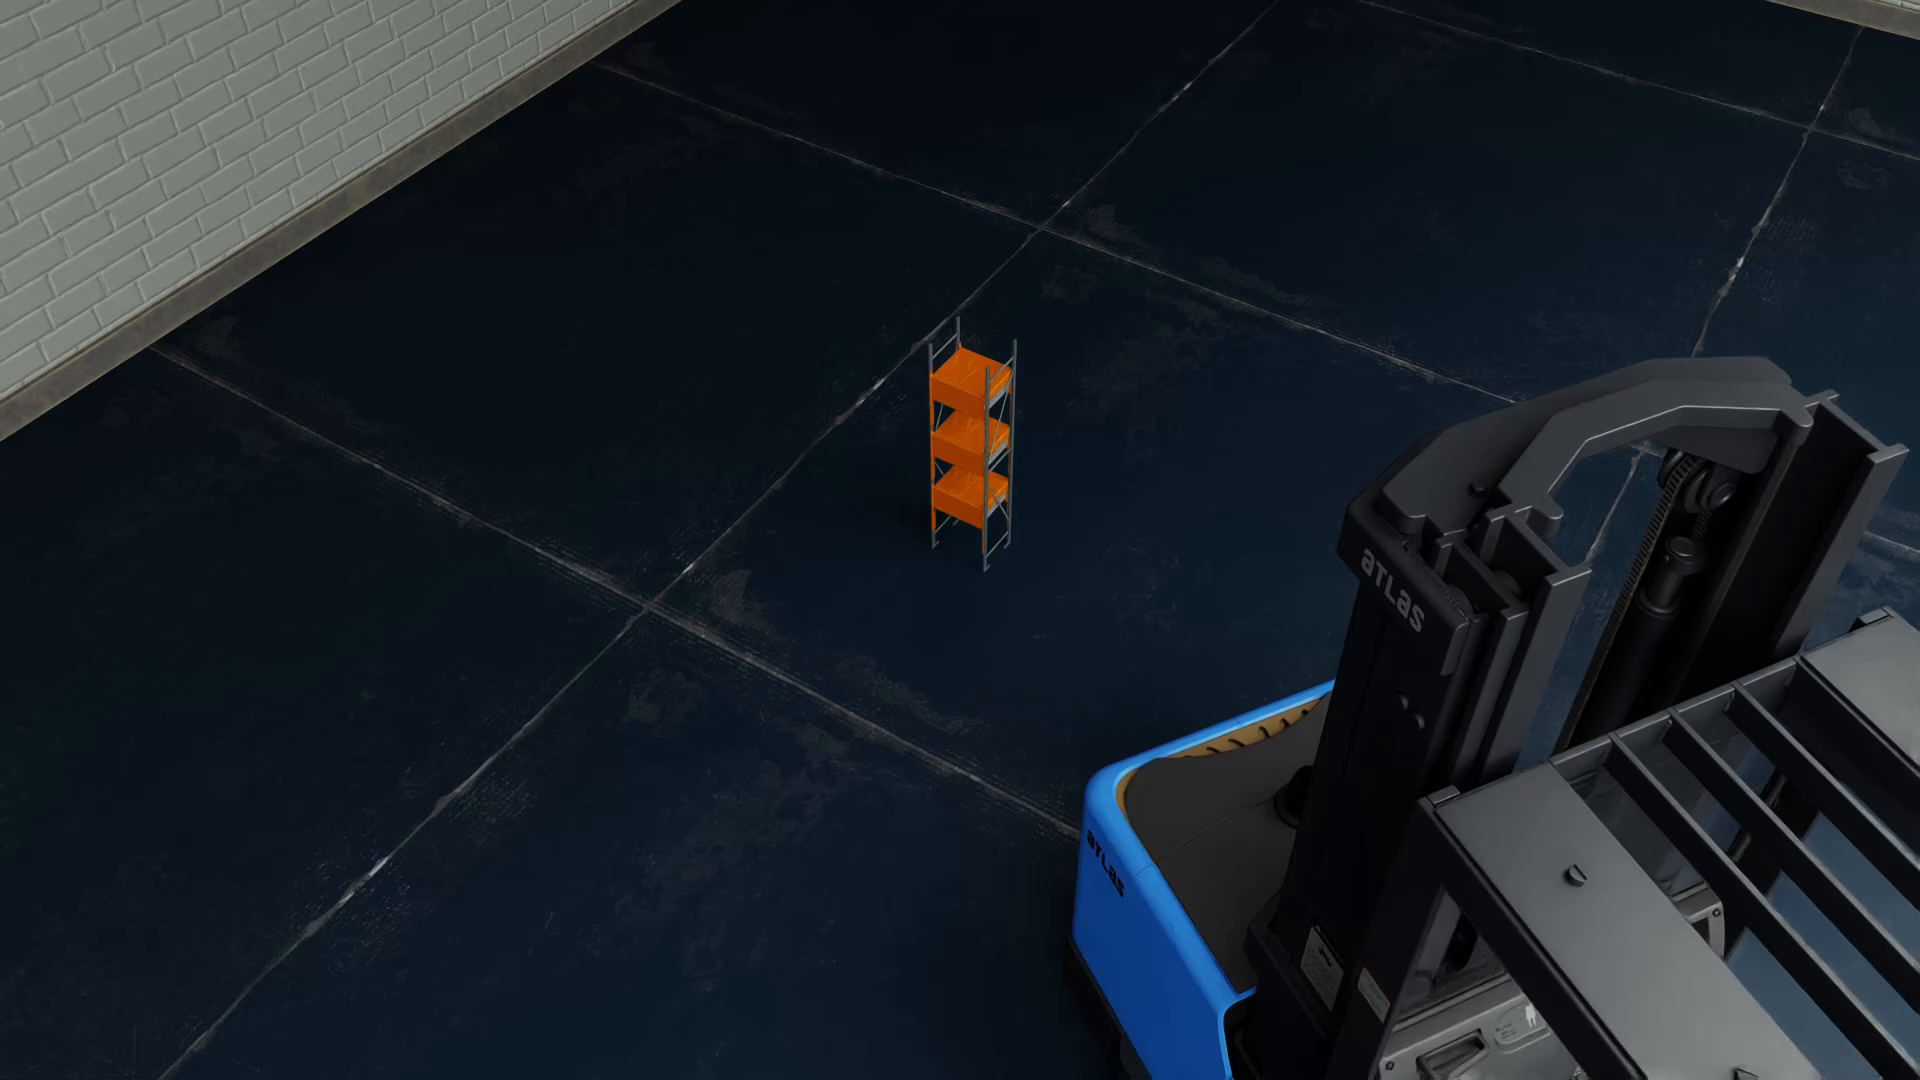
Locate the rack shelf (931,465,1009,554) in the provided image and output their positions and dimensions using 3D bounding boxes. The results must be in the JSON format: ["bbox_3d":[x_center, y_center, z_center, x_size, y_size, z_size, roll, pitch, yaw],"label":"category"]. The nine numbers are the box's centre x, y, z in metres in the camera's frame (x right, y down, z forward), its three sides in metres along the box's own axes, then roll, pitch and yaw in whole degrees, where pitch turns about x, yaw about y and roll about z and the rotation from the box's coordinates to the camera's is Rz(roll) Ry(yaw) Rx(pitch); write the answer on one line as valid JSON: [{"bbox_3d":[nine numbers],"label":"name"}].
[{"bbox_3d":[0.045,-0.144,6.560,0.240,0.259,0.215,25,51,22],"label":"rack shelf"}]

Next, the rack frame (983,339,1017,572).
[{"bbox_3d":[0.148,-0.298,6.307,0.008,1.050,0.200,25,51,22],"label":"rack frame"}]

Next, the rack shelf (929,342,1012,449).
[{"bbox_3d":[0.045,-0.536,6.157,0.240,0.259,0.215,25,51,22],"label":"rack shelf"}]

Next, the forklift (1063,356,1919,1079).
[{"bbox_3d":[1.402,1.198,3.542,1.130,2.935,3.031,-18,49,-17],"label":"forklift"}]

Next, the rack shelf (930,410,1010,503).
[{"bbox_3d":[0.045,-0.338,6.361,0.240,0.259,0.215,25,51,22],"label":"rack shelf"}]

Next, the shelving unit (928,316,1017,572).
[{"bbox_3d":[0.045,-0.345,6.353,0.252,1.050,0.215,25,51,22],"label":"shelving unit"}]

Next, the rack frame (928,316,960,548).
[{"bbox_3d":[-0.058,-0.392,6.399,0.008,1.050,0.200,25,51,22],"label":"rack frame"}]
